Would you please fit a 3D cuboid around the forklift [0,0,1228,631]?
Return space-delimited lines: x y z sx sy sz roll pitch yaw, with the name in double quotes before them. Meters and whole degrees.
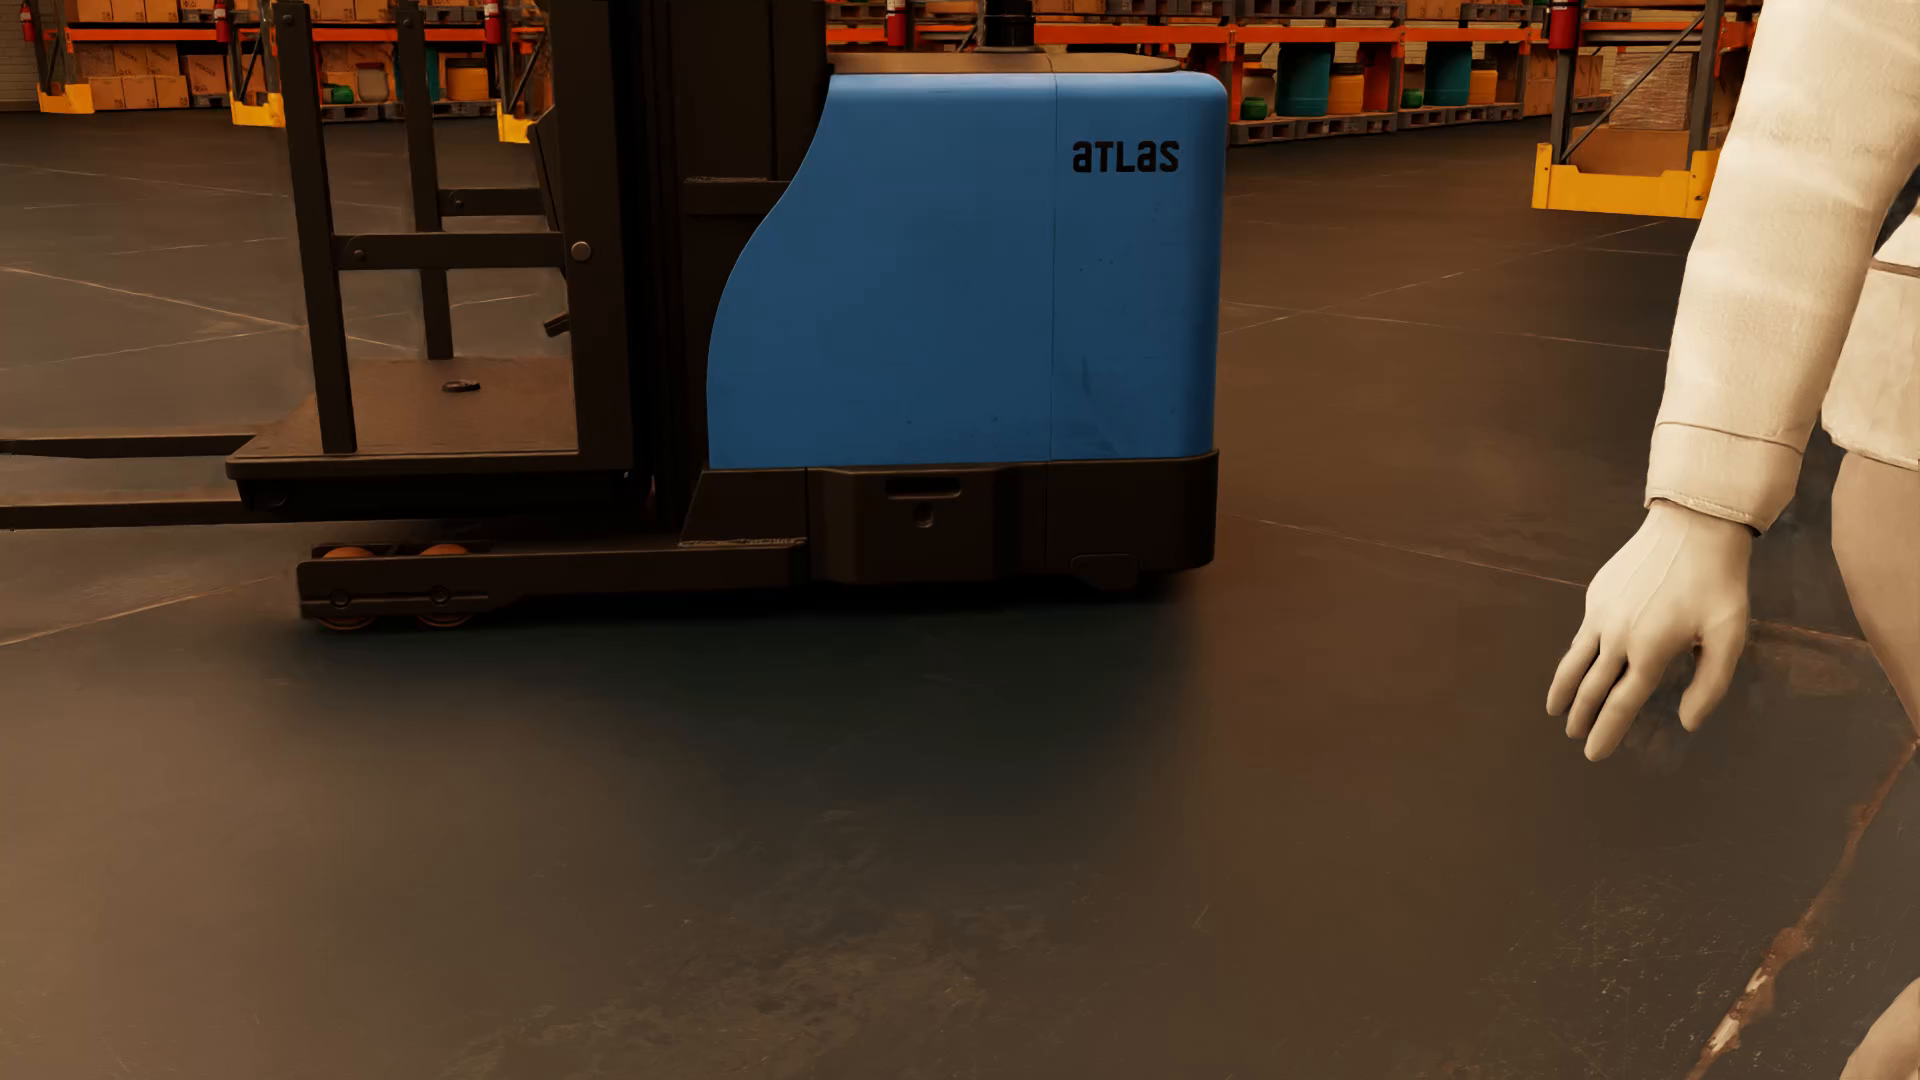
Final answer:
"forklift" -1.003 -1.381 3.445 3.031 2.935 1.130 -2 17 -5
